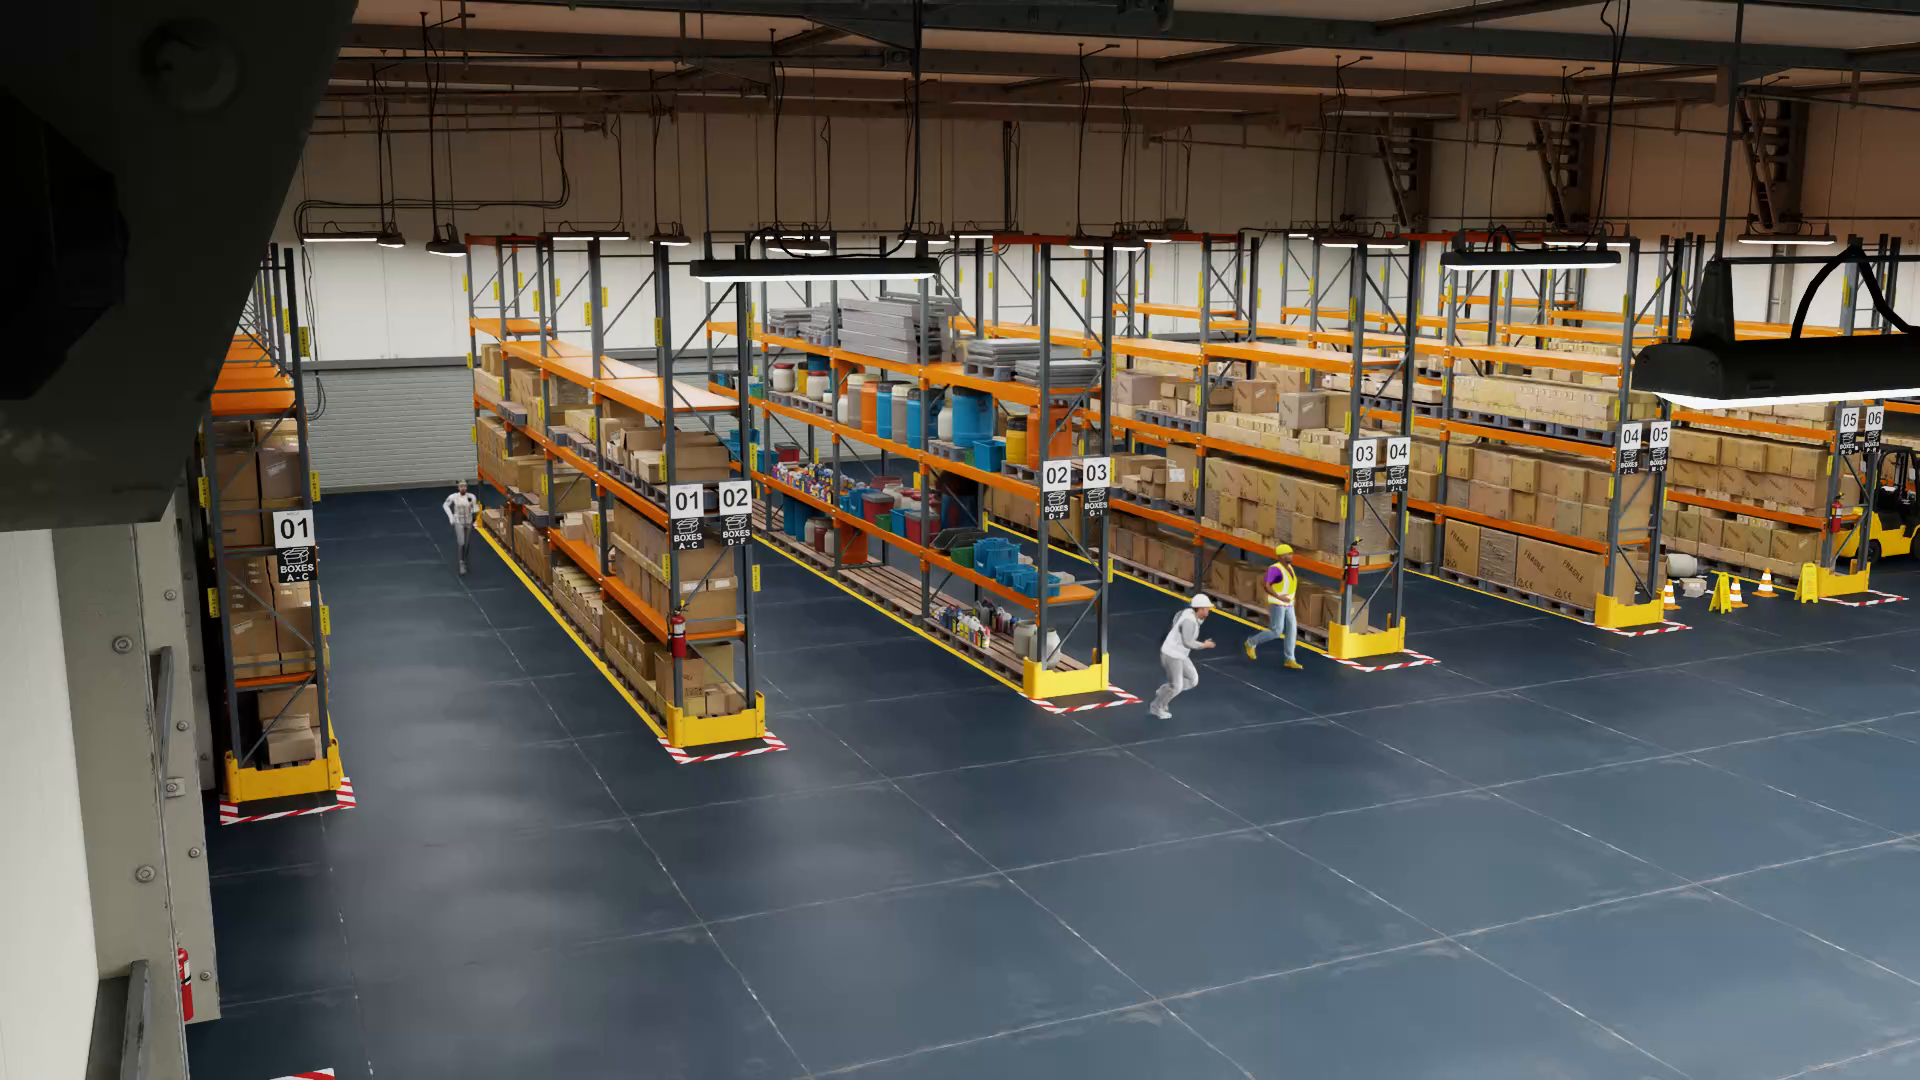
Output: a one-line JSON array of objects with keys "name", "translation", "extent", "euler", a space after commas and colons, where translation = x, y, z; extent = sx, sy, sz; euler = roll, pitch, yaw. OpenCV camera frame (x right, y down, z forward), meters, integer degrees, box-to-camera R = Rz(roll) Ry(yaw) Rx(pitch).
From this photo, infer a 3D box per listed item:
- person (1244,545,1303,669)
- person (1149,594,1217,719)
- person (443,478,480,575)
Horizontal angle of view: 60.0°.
[{"name": "person", "translation": [4.613, 0.924, 23.796], "extent": [0.921, 1.724, 0.765], "euler": [9, 14, 38]}, {"name": "person", "translation": [2.861, 1.472, 21.265], "extent": [0.837, 1.635, 0.679], "euler": [2, 11, 12]}, {"name": "person", "translation": [-8.979, -0.256, 30.054], "extent": [0.576, 1.754, 0.754], "euler": [-7, 13, -31]}]
